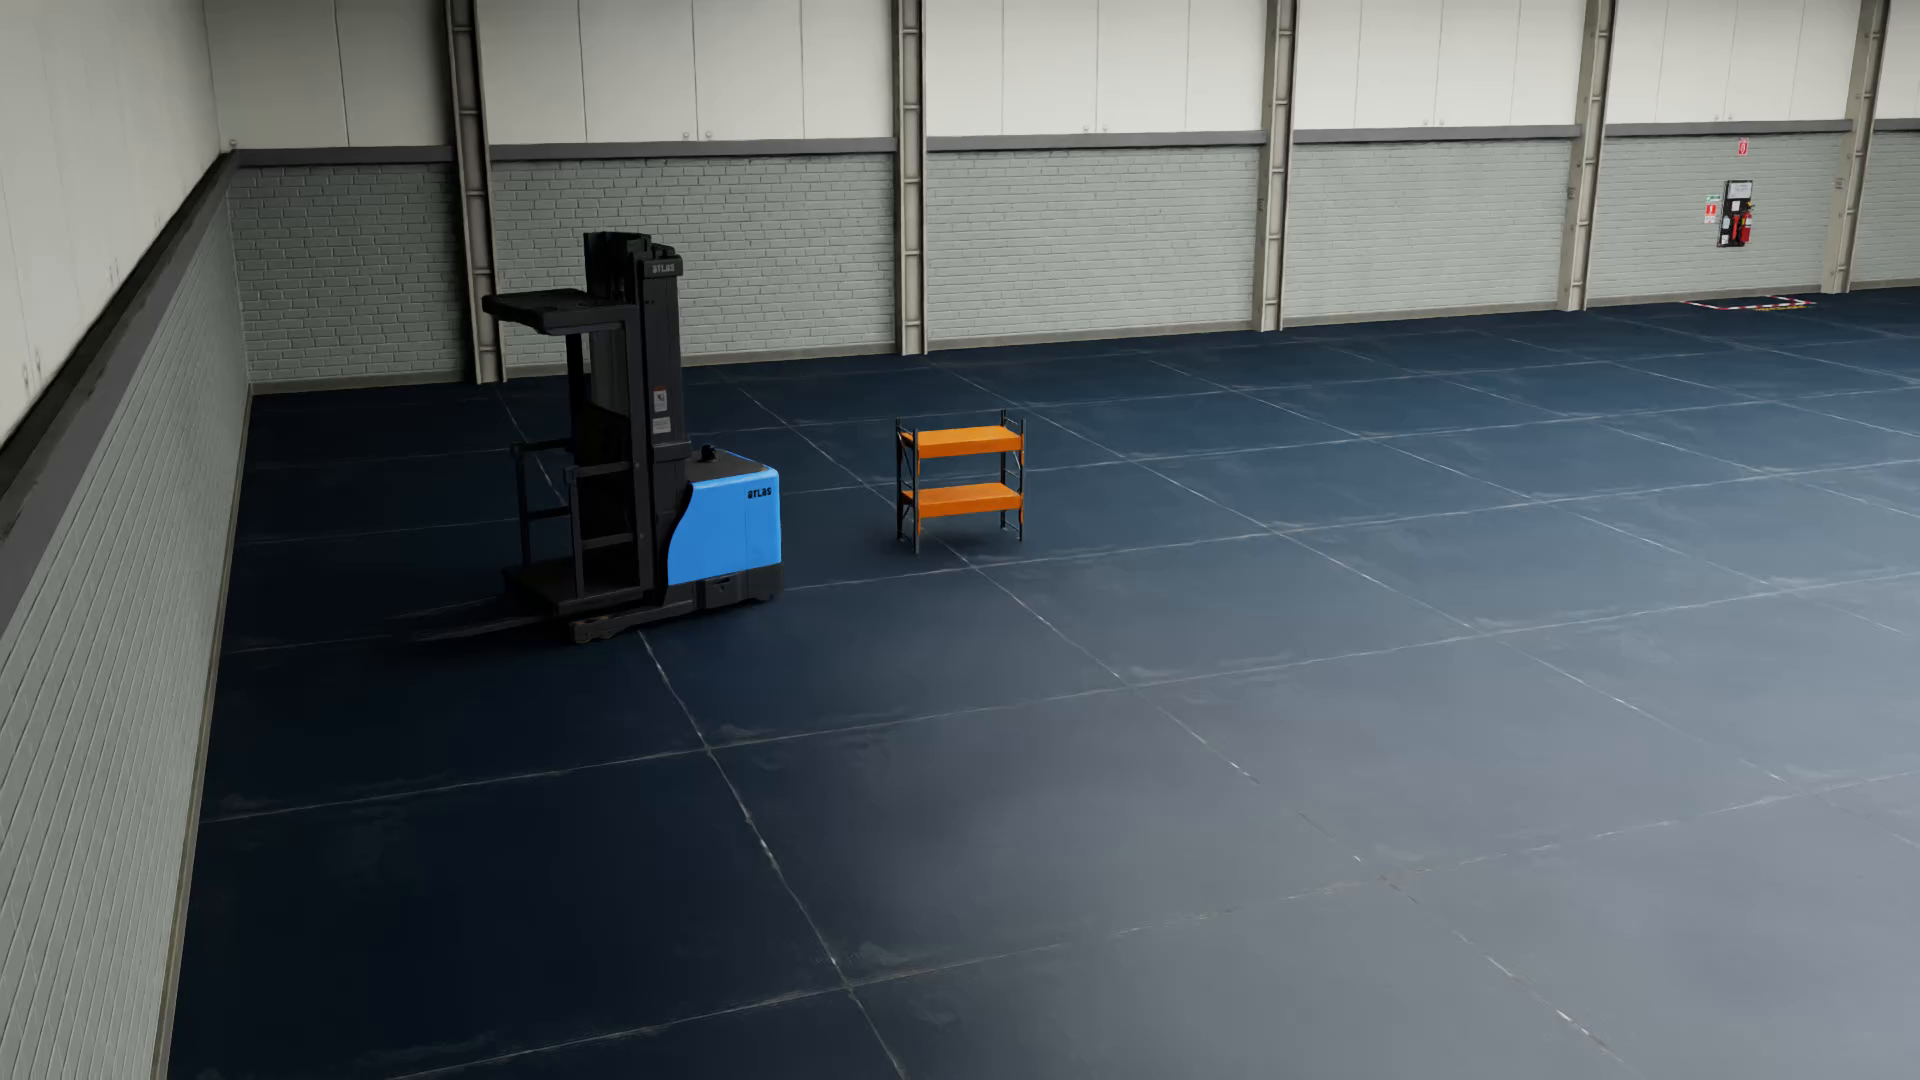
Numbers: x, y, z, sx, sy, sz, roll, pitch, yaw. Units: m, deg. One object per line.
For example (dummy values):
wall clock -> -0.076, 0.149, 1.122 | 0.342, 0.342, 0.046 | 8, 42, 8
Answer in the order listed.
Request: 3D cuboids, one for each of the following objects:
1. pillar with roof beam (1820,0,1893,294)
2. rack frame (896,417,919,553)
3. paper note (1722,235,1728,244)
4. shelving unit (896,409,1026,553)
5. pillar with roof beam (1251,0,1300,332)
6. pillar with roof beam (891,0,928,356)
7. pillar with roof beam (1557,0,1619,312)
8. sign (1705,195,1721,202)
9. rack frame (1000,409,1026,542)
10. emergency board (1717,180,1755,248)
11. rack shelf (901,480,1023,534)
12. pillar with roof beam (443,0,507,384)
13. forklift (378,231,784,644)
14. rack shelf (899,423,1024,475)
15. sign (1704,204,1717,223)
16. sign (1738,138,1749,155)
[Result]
pillar with roof beam -> 17.634, -7.744, 25.499 | 0.400, 9.000, 9.100 | -6, 17, -20
rack frame -> -0.468, -0.489, 14.768 | 0.032, 1.125, 0.500 | -6, 17, -20
paper note -> 13.582, -5.337, 29.513 | 0.142, 0.148, 0.016 | -6, 17, -20
shelving unit -> 0.006, -0.540, 14.942 | 1.048, 1.125, 0.538 | -6, 17, -20
pillar with roof beam -> 6.429, -6.535, 21.379 | 0.400, 9.000, 9.100 | -6, 17, -20
pillar with roof beam -> 0.826, -5.930, 19.320 | 0.400, 9.000, 9.100 | -6, 17, -20
pillar with roof beam -> 12.031, -7.139, 23.439 | 0.400, 9.000, 9.100 | -6, 17, -20
sign -> 13.227, -6.000, 29.204 | 0.331, 0.109, 0.001 | -6, 17, -20
rack frame -> 0.481, -0.592, 15.117 | 0.032, 1.125, 0.500 | -6, 17, -20
emergency board -> 13.772, -5.760, 29.387 | 0.643, 1.169, 0.194 | -6, 17, -20
rack shelf -> 0.006, -0.306, 15.011 | 1.000, 0.278, 0.538 | -6, 17, -20
pillar with roof beam -> -4.777, -5.325, 17.260 | 0.400, 9.000, 9.100 | -6, 17, -20
forklift -> -2.912, -0.796, 12.605 | 3.031, 2.935, 1.130 | -12, 20, -35
rack shelf -> 0.006, -0.821, 14.860 | 1.000, 0.278, 0.538 | -6, 17, -20
sign -> 13.219, -5.748, 29.285 | 0.234, 0.329, 0.001 | -6, 17, -20
sign -> 13.729, -6.897, 29.147 | 0.199, 0.298, 0.001 | -6, 17, -20
